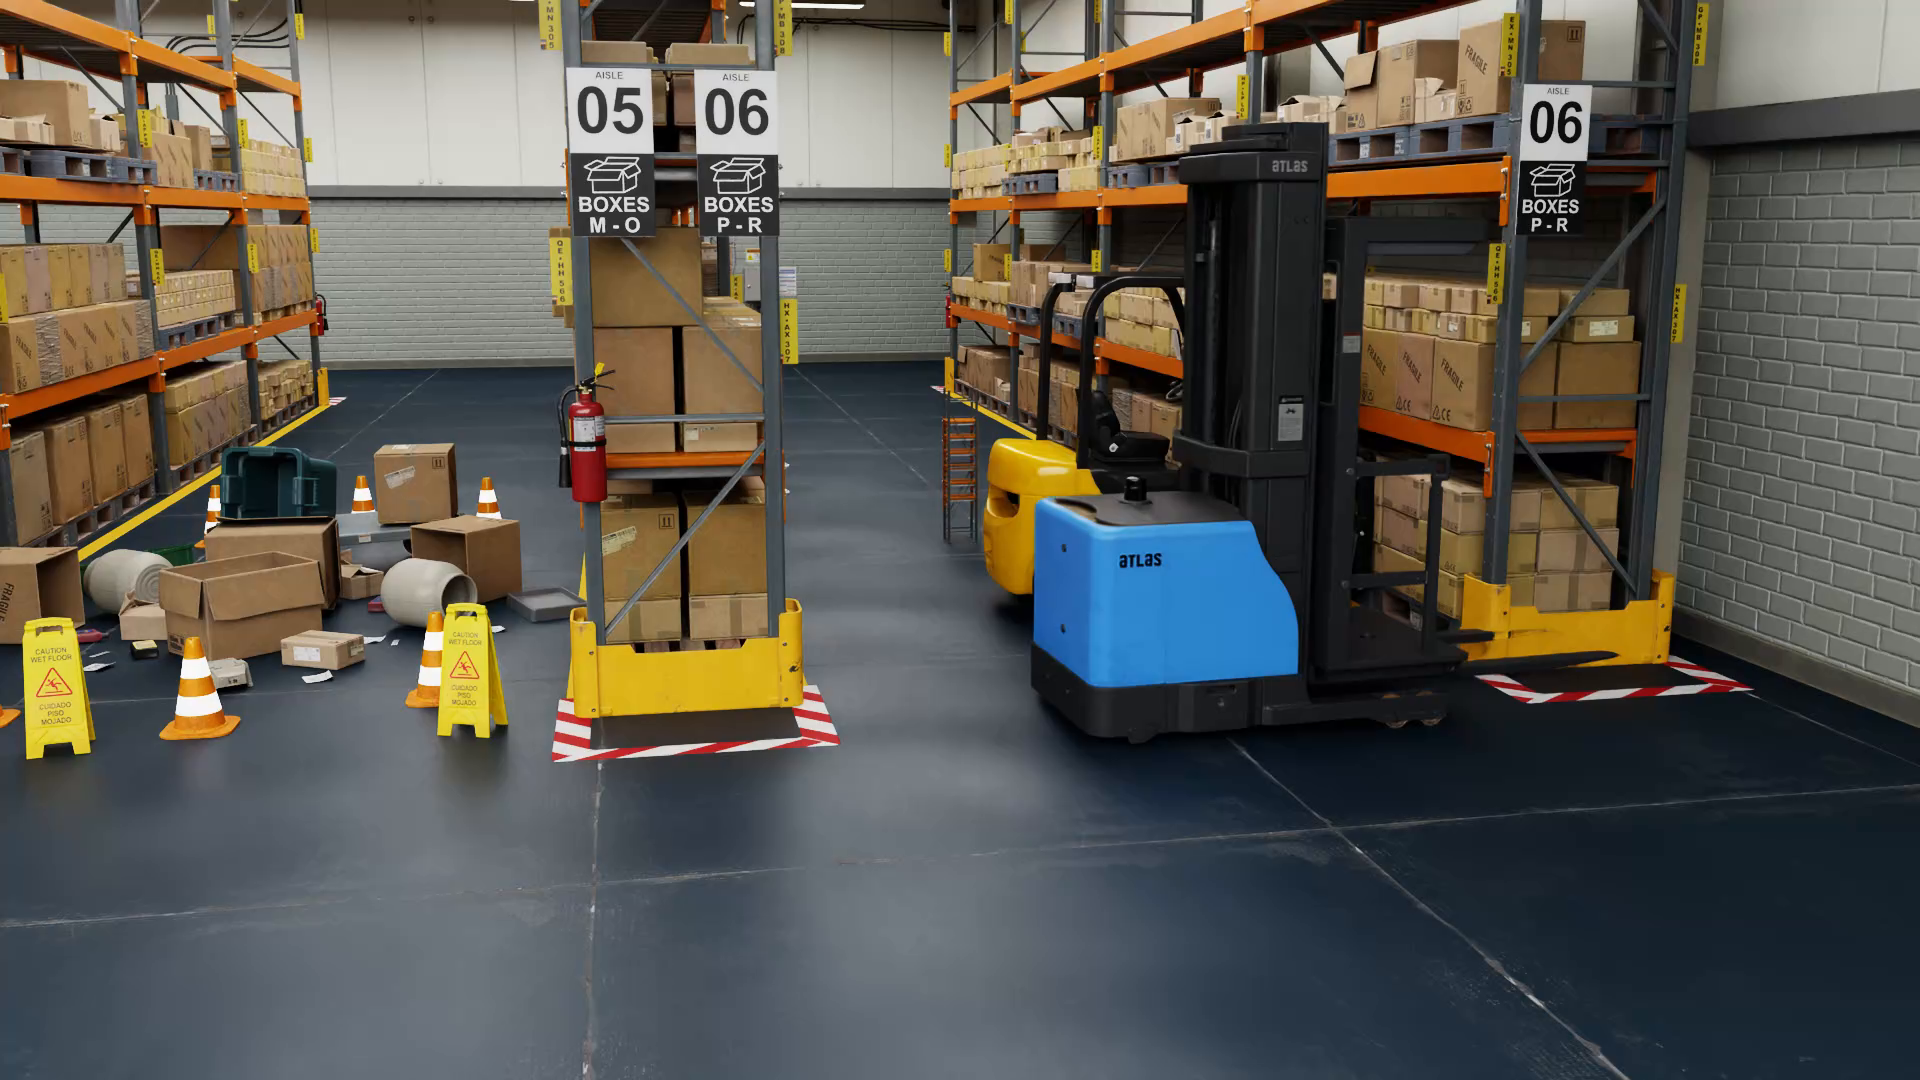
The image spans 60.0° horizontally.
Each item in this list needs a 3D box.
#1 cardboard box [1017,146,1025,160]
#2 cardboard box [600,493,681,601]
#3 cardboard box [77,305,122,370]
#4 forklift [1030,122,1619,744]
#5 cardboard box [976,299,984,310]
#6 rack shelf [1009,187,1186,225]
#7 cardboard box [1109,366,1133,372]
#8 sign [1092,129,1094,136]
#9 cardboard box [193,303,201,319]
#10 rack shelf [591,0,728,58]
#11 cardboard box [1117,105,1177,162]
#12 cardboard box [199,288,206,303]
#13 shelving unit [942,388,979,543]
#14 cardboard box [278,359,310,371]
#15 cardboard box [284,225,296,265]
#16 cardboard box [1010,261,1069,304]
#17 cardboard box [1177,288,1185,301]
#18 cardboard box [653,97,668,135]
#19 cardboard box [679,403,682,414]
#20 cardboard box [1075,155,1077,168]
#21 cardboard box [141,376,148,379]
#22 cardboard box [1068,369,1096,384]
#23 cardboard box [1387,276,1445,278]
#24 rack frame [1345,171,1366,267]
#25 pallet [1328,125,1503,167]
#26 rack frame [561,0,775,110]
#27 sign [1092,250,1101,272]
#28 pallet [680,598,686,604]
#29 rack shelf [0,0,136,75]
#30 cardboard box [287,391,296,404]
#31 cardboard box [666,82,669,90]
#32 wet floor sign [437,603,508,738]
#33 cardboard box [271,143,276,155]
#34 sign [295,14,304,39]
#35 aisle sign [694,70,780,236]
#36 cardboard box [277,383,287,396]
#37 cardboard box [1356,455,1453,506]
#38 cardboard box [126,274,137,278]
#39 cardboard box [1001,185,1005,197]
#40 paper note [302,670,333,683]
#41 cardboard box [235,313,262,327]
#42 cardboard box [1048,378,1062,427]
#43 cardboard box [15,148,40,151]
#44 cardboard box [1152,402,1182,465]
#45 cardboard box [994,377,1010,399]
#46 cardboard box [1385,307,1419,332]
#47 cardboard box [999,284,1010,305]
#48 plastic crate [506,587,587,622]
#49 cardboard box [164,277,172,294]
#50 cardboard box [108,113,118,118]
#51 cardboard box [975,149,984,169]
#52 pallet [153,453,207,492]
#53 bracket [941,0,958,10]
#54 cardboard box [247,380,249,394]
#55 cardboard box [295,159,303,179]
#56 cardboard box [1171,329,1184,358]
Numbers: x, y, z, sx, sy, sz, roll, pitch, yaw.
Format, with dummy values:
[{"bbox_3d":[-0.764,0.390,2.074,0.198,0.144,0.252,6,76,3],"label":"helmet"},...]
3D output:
[{"bbox_3d":[0.891,-4.574,19.669,0.380,0.149,0.250,-2,11,-12],"label":"cardboard box"},{"bbox_3d":[-1.812,0.033,9.225,0.500,0.500,0.500,-2,11,-11],"label":"cardboard box"},{"bbox_3d":[-7.249,-1.667,13.666,0.500,0.500,0.500,-2,11,-12],"label":"cardboard box"},{"bbox_3d":[1.947,-0.597,8.493,3.031,2.935,1.130,-3,11,-15],"label":"forklift"},{"bbox_3d":[0.423,-3.242,22.878,0.380,0.149,0.250,-2,11,-10],"label":"cardboard box"},{"bbox_3d":[1.523,-3.741,18.730,1.077,0.370,4.000,-2,11,-11],"label":"rack shelf"},{"bbox_3d":[1.812,-1.893,18.948,0.380,0.149,0.250,-2,11,-11],"label":"cardboard box"},{"bbox_3d":[1.677,-4.929,20.614,0.100,0.325,0.005,-2,11,-11],"label":"sign"},{"bbox_3d":[-7.991,-2.337,17.003,0.380,0.149,0.250,-2,11,-13],"label":"cardboard box"},{"bbox_3d":[-2.568,-4.103,13.680,1.077,0.370,4.000,-2,11,-11],"label":"rack shelf"},{"bbox_3d":[1.813,-3.890,15.933,0.500,0.500,0.500,-2,11,-11],"label":"cardboard box"},{"bbox_3d":[-8.039,-2.529,17.216,0.380,0.149,0.250,-2,11,-11],"label":"cardboard box"},{"bbox_3d":[0.003,-0.587,13.070,0.258,1.200,0.189,-2,11,-11],"label":"shelving unit"},{"bbox_3d":[-8.997,-2.352,22.440,0.380,0.149,0.250,-2,11,-10],"label":"cardboard box"},{"bbox_3d":[-8.807,-3.765,21.218,0.500,0.500,0.500,-2,11,-8],"label":"cardboard box"},{"bbox_3d":[1.008,-3.146,20.313,0.700,0.500,0.500,-2,11,-10],"label":"cardboard box"},{"bbox_3d":[2.128,-2.176,14.604,0.380,0.149,0.250,-2,11,-11],"label":"cardboard box"},{"bbox_3d":[-1.848,-2.328,8.990,0.500,0.250,0.500,-2,11,-12],"label":"cardboard box"},{"bbox_3d":[-1.497,-0.790,9.997,0.380,0.149,0.250,-2,11,-9],"label":"cardboard box"},{"bbox_3d":[1.458,-4.095,18.000,0.380,0.149,0.250,-2,11,-11],"label":"cardboard box"},{"bbox_3d":[-8.375,-1.523,16.731,0.500,0.250,0.500,-2,11,-10],"label":"cardboard box"},{"bbox_3d":[1.420,-1.827,18.600,0.380,0.149,0.250,-2,11,-12],"label":"cardboard box"},{"bbox_3d":[3.262,-1.799,11.829,0.380,0.149,0.250,-2,11,-12],"label":"cardboard box"},{"bbox_3d":[2.689,-1.520,13.161,1.000,3.000,0.127,-2,11,-11],"label":"rack frame"},{"bbox_3d":[3.115,-2.572,10.899,1.003,0.211,1.213,-2,11,-11],"label":"pallet"},{"bbox_3d":[-1.401,-3.553,7.794,1.000,3.000,0.127,-2,11,-11],"label":"rack frame"},{"bbox_3d":[1.381,-2.762,16.802,0.100,0.325,0.005,-2,11,-11],"label":"sign"},{"bbox_3d":[-1.773,0.377,10.652,1.003,0.211,1.213,-2,11,-11],"label":"pallet"},{"bbox_3d":[-7.404,-3.905,12.637,1.077,0.370,4.000,-2,11,-11],"label":"rack shelf"},{"bbox_3d":[-8.720,-1.823,21.254,0.380,0.149,0.250,-2,11,-10],"label":"cardboard box"},{"bbox_3d":[-1.685,-2.840,10.613,0.380,0.149,0.250,-2,11,-12],"label":"cardboard box"},{"bbox_3d":[-2.413,0.625,8.188,0.267,0.644,0.232,2,11,9],"label":"wet floor sign"},{"bbox_3d":[-8.718,-4.849,20.628,0.380,0.149,0.250,-2,11,-13],"label":"cardboard box"},{"bbox_3d":[-8.800,-6.842,22.153,0.100,0.325,0.005,-2,11,-11],"label":"sign"},{"bbox_3d":[-1.085,-1.882,8.112,0.394,0.787,0.004,-2,11,-11],"label":"aisle sign"},{"bbox_3d":[-8.614,-1.874,20.725,0.380,0.149,0.250,-2,11,-11],"label":"cardboard box"},{"bbox_3d":[2.859,-0.392,10.791,0.500,0.250,0.500,-2,11,-10],"label":"cardboard box"},{"bbox_3d":[-8.693,-2.657,17.091,0.380,0.149,0.250,-2,11,-9],"label":"cardboard box"},{"bbox_3d":[0.729,-4.438,21.140,0.380,0.149,0.250,-2,11,-11],"label":"cardboard box"},{"bbox_3d":[-3.537,0.752,9.163,0.148,0.019,0.142,-6,13,-31],"label":"paper note"},{"bbox_3d":[-8.305,-2.548,19.234,0.380,0.149,0.250,-2,11,-9],"label":"cardboard box"},{"bbox_3d":[1.308,-1.585,19.062,0.500,0.500,0.500,-3,11,-13],"label":"cardboard box"},{"bbox_3d":[-7.770,-3.297,13.483,0.500,0.250,0.500,-2,11,-9],"label":"cardboard box"},{"bbox_3d":[2.285,-0.936,15.318,0.875,0.625,0.625,-3,11,-13],"label":"cardboard box"},{"bbox_3d":[0.668,-2.008,21.911,0.396,0.266,0.258,-2,11,-9],"label":"cardboard box"},{"bbox_3d":[2.921,-1.397,10.509,0.380,0.149,0.250,-2,11,-13],"label":"cardboard box"},{"bbox_3d":[0.795,-3.144,21.301,0.500,0.250,0.500,-2,11,-10],"label":"cardboard box"},{"bbox_3d":[-2.678,0.413,10.813,0.402,0.080,0.583,-6,13,-31],"label":"plastic crate"},{"bbox_3d":[-7.791,-2.435,15.927,0.380,0.149,0.250,-2,11,-11],"label":"cardboard box"},{"bbox_3d":[-8.396,-4.073,16.235,0.396,0.266,0.258,-2,11,-11],"label":"cardboard box"},{"bbox_3d":[0.496,-5.143,22.444,0.500,0.250,0.500,-2,11,-9],"label":"cardboard box"},{"bbox_3d":[-7.943,-0.648,16.035,1.003,0.211,1.213,-2,11,-11],"label":"pallet"},{"bbox_3d":[-0.175,-9.462,29.213,0.235,0.232,0.430,-2,11,-11],"label":"bracket"},{"bbox_3d":[-8.434,-1.777,19.418,0.380,0.149,0.250,-2,11,-9],"label":"cardboard box"},{"bbox_3d":[-9.009,-4.912,22.021,0.500,0.250,0.500,-2,11,-13],"label":"cardboard box"},{"bbox_3d":[2.165,-1.714,14.579,0.500,0.250,0.500,-2,11,-11],"label":"cardboard box"}]
